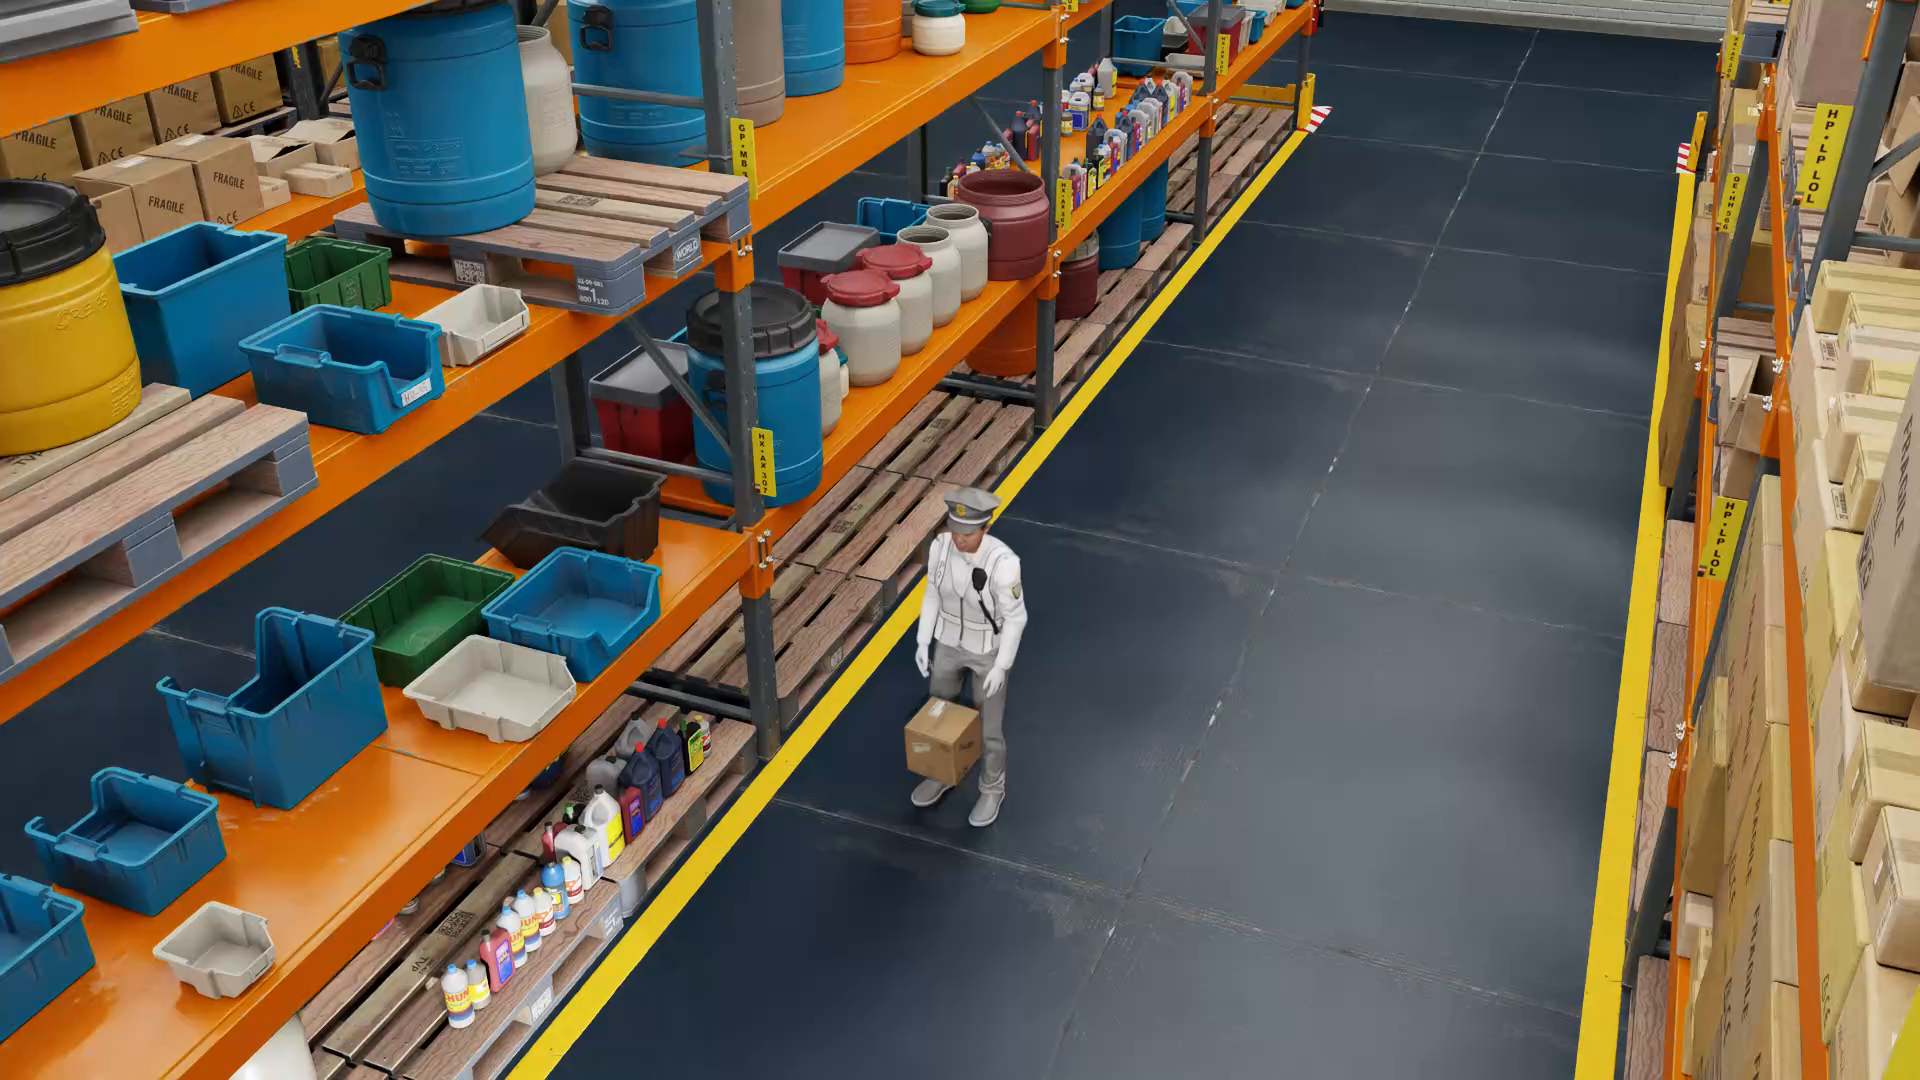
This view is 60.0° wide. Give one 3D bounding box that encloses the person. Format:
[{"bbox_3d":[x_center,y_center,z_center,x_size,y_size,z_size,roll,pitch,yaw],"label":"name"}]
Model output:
[{"bbox_3d":[0.049,0.507,7.493,0.508,1.673,0.360,16,33,25],"label":"person"}]
